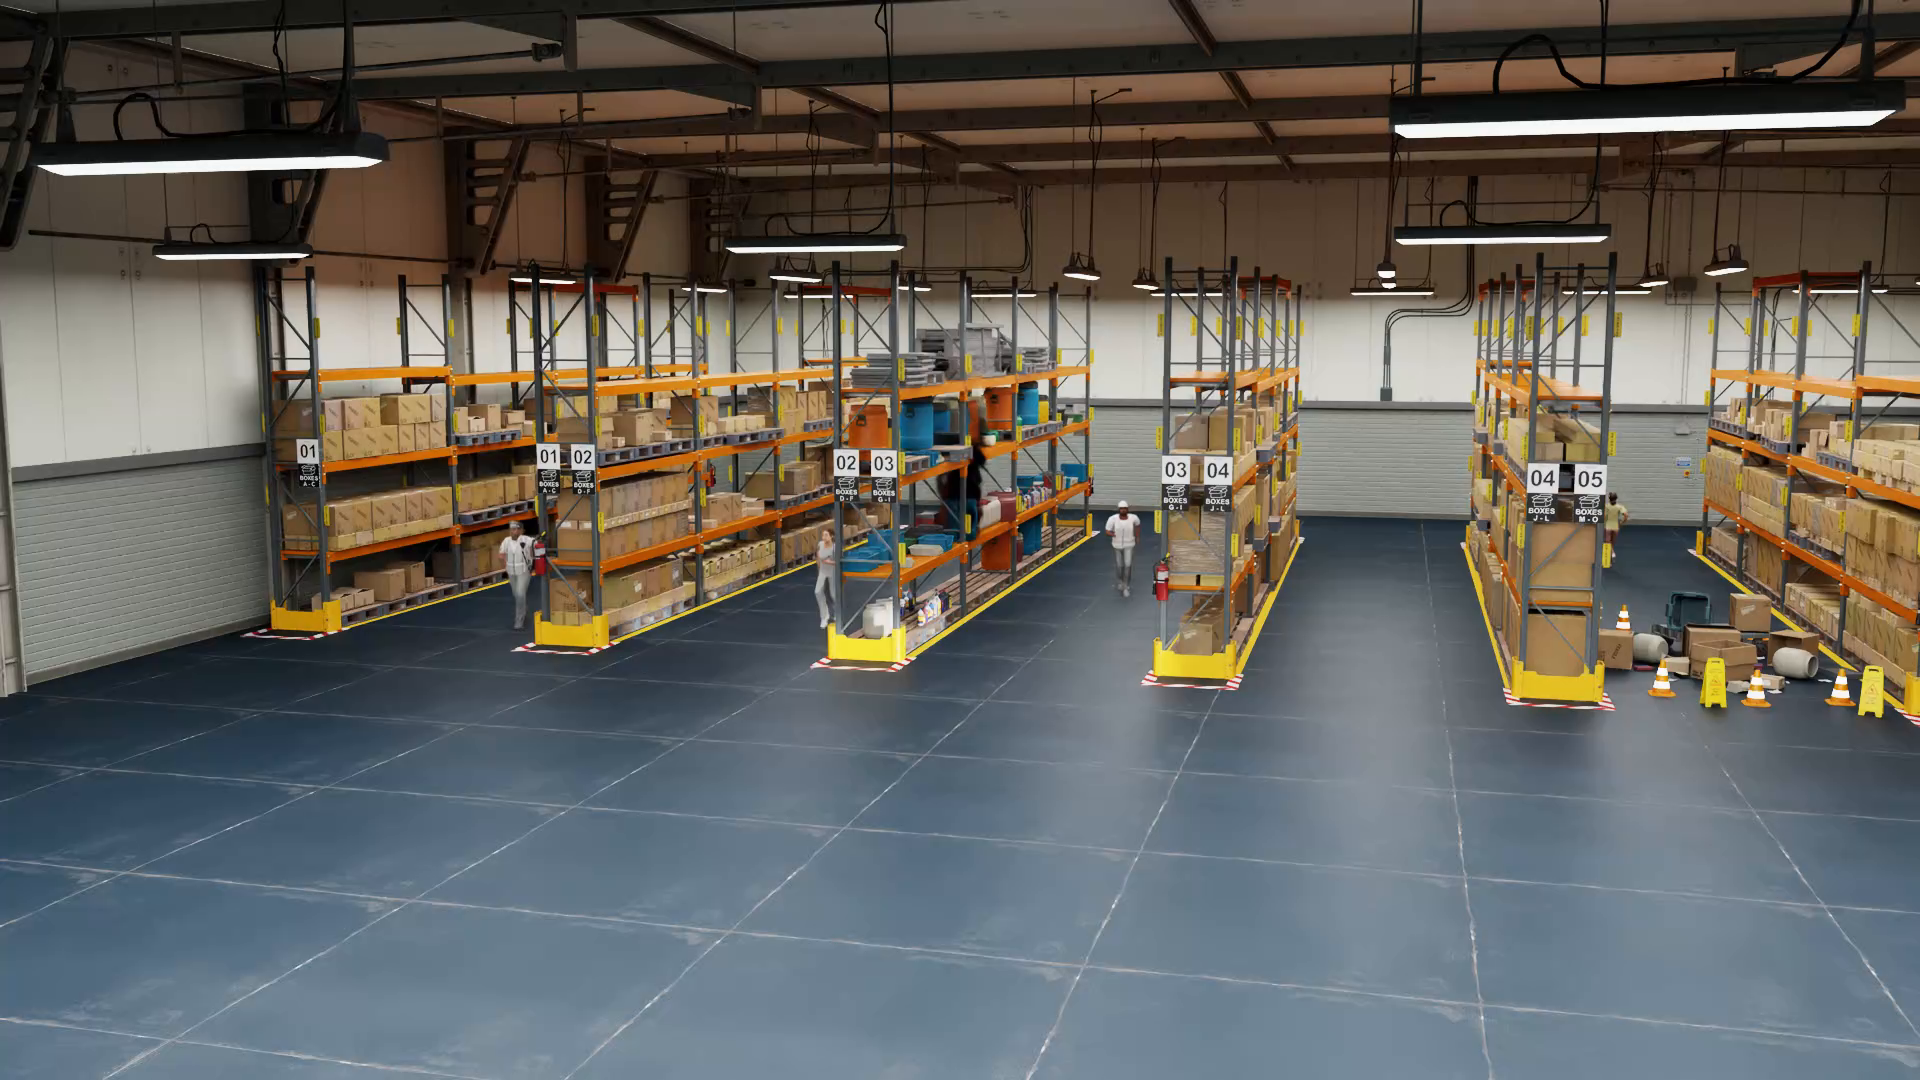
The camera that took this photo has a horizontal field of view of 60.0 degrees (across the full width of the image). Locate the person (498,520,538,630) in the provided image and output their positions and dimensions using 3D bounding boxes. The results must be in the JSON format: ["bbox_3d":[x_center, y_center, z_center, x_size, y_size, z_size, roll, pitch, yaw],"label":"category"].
[{"bbox_3d":[-7.434,0.571,28.128,0.670,1.847,0.926,1,7,10],"label":"person"}]

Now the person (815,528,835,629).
[{"bbox_3d":[-2.194,0.626,28.077,0.586,1.690,0.830,3,8,21],"label":"person"}]

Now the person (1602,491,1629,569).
[{"bbox_3d":[13.494,-0.174,34.453,0.579,1.667,0.867,0,7,3],"label":"person"}]

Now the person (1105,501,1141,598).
[{"bbox_3d":[3.066,0.140,31.391,0.640,1.796,0.890,1,7,12],"label":"person"}]
